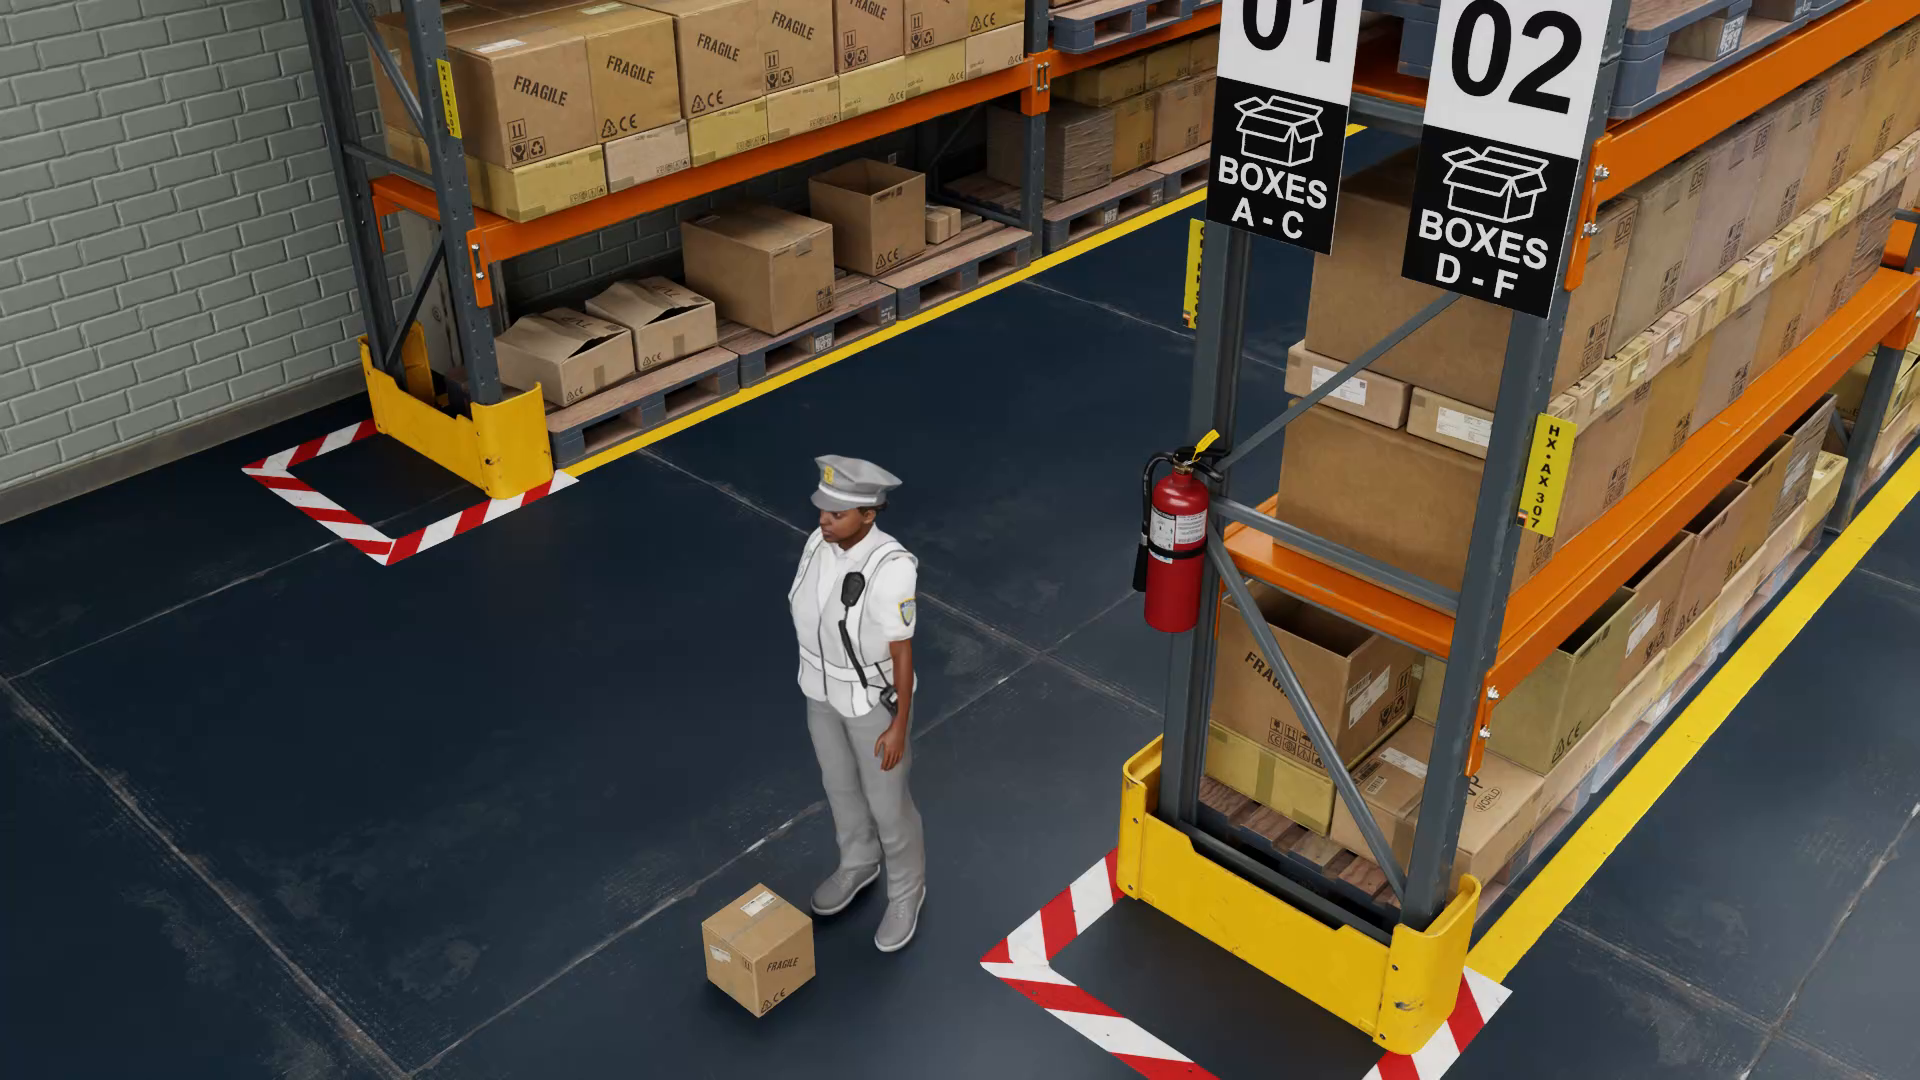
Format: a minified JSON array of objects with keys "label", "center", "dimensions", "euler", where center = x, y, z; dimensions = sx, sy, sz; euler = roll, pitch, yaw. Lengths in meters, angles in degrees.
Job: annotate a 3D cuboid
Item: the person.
[{"label":"person","center":[-0.318,0.508,5.255],"dimensions":[0.493,1.714,0.350],"euler":[25,39,34]}]
